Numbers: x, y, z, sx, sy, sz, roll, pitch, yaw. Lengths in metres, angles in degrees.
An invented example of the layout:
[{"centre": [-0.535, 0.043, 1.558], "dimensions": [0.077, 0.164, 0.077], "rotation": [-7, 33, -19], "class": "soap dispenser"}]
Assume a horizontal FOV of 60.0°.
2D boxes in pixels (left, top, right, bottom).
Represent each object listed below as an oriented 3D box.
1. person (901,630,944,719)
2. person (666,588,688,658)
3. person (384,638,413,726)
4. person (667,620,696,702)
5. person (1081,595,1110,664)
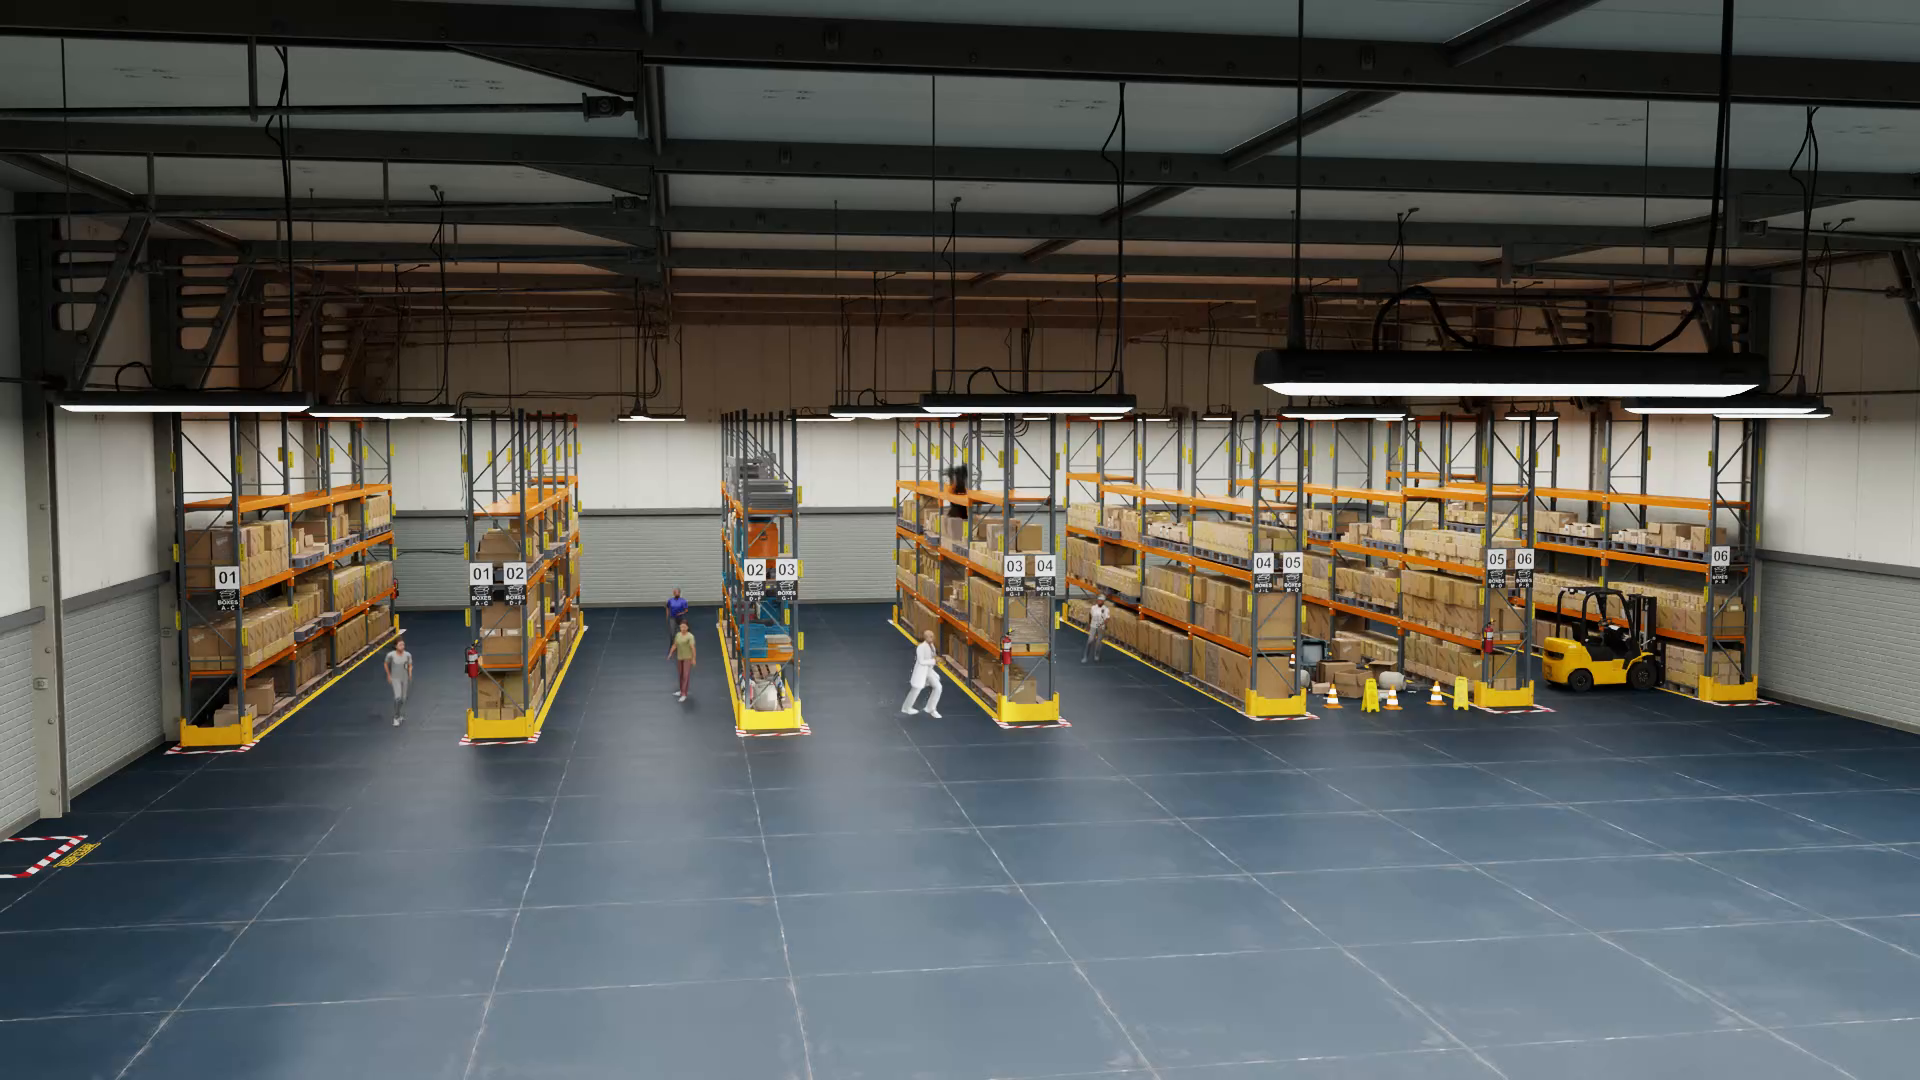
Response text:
[{"centre": [-0.717, 2.602, 32.267], "dimensions": [1.037, 1.732, 0.627], "rotation": [3, 5, 40], "class": "person"}, {"centre": [-6.993, 2.028, 41.091], "dimensions": [0.589, 1.695, 0.848], "rotation": [0, 4, 0], "class": "person"}, {"centre": [-10.675, 2.703, 31.665], "dimensions": [0.486, 1.694, 0.792], "rotation": [-3, 5, -36], "class": "person"}, {"centre": [-5.792, 2.488, 34.643], "dimensions": [0.627, 1.663, 0.761], "rotation": [2, 4, 25], "class": "person"}, {"centre": [3.258, 2.118, 39.718], "dimensions": [0.658, 1.638, 0.785], "rotation": [1, 4, 13], "class": "person"}]
